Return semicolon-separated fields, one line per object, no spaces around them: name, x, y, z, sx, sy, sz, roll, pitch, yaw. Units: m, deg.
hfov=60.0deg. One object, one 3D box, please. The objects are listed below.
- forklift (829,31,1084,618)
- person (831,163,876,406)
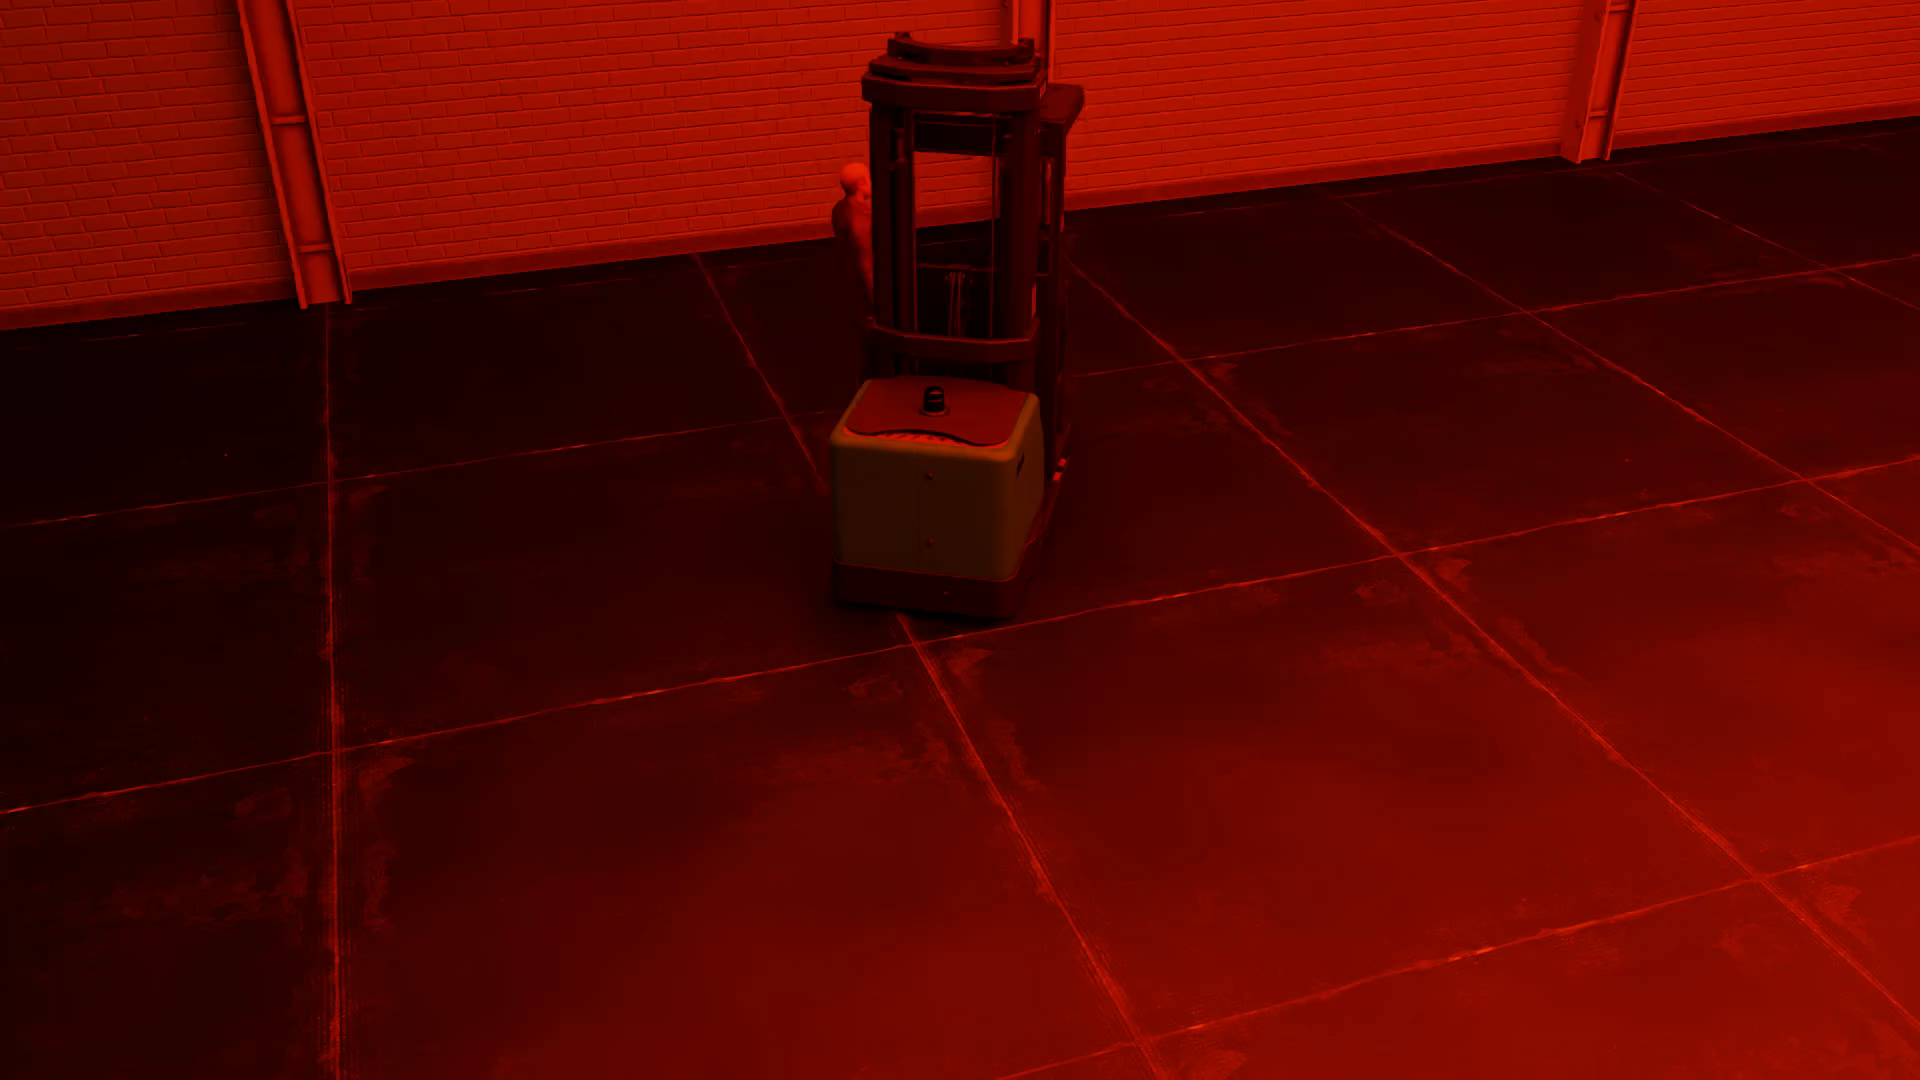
forklift;0.092;-1.561;9.799;1.130;2.935;3.031;6;30;10
person;-0.525;-1.673;11.177;0.575;1.767;0.735;-8;31;-14
